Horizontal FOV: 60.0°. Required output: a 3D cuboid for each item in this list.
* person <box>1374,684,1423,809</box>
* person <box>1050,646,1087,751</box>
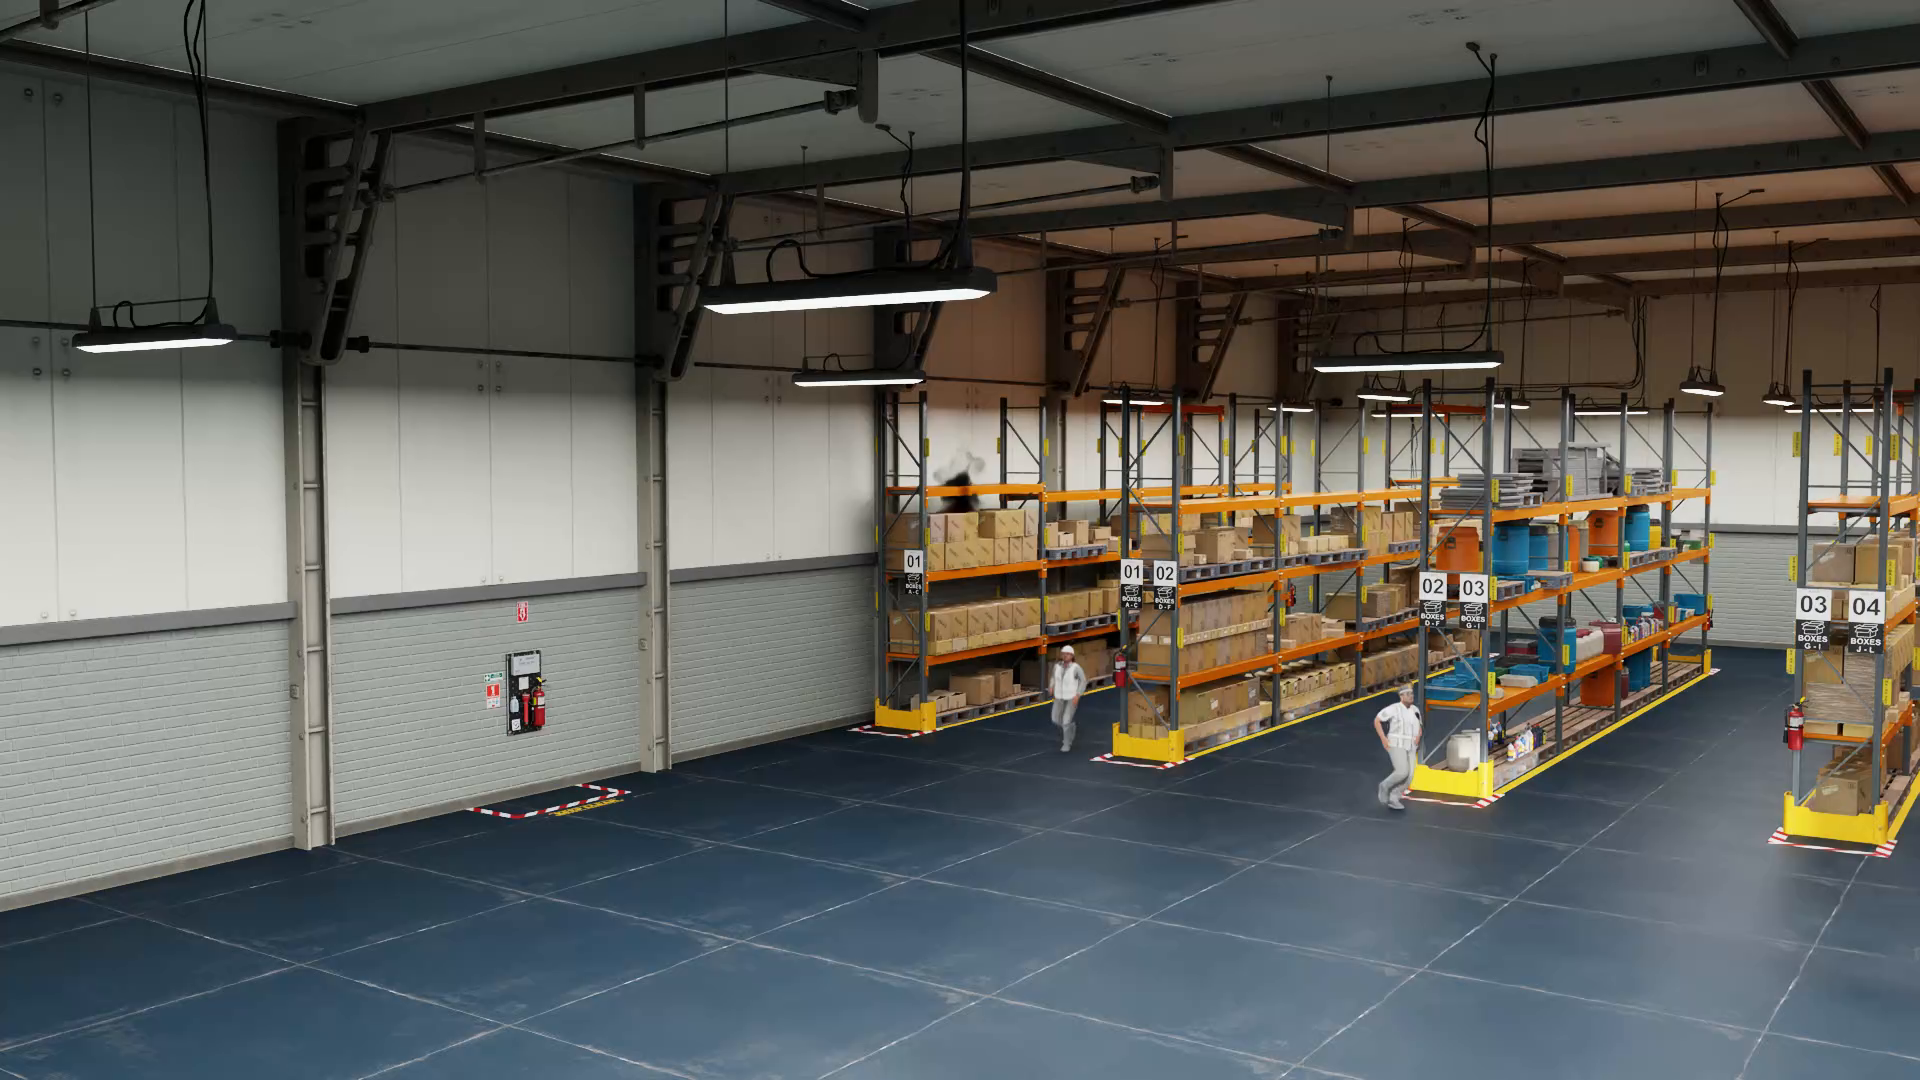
[{"bbox_3d":[6.160,2.858,23.051,0.689,1.722,0.535,-2,4,-27],"label":"person"},{"bbox_3d":[1.761,2.617,27.572,0.690,1.741,0.537,2,4,33],"label":"person"}]
